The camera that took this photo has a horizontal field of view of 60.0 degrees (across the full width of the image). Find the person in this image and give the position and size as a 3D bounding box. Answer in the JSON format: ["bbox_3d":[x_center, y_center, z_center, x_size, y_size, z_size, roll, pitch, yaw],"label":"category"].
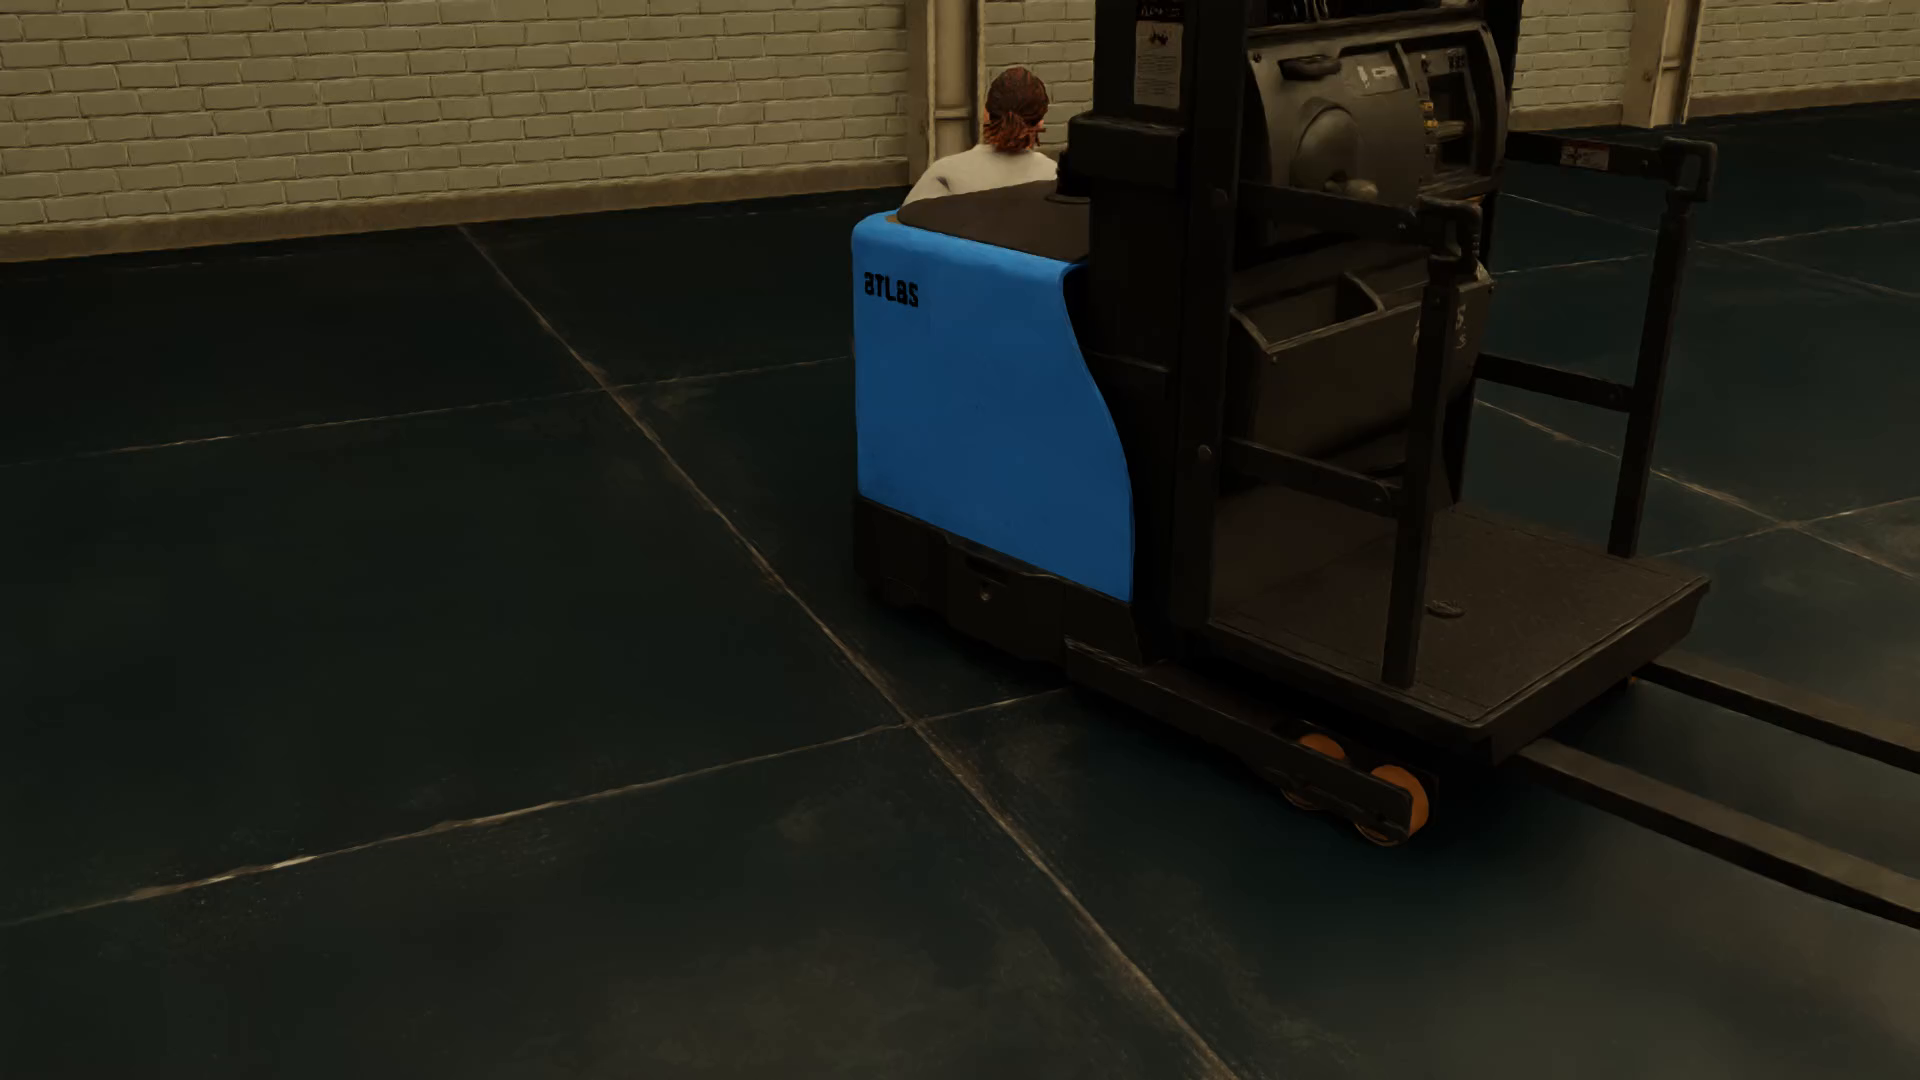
[{"bbox_3d":[0.105,-0.724,5.114,0.833,1.446,0.868,0,23,1],"label":"person"}]

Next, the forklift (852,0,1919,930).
[{"bbox_3d":[1.080,-0.927,3.516,1.130,2.935,3.031,-20,30,-40],"label":"forklift"}]
